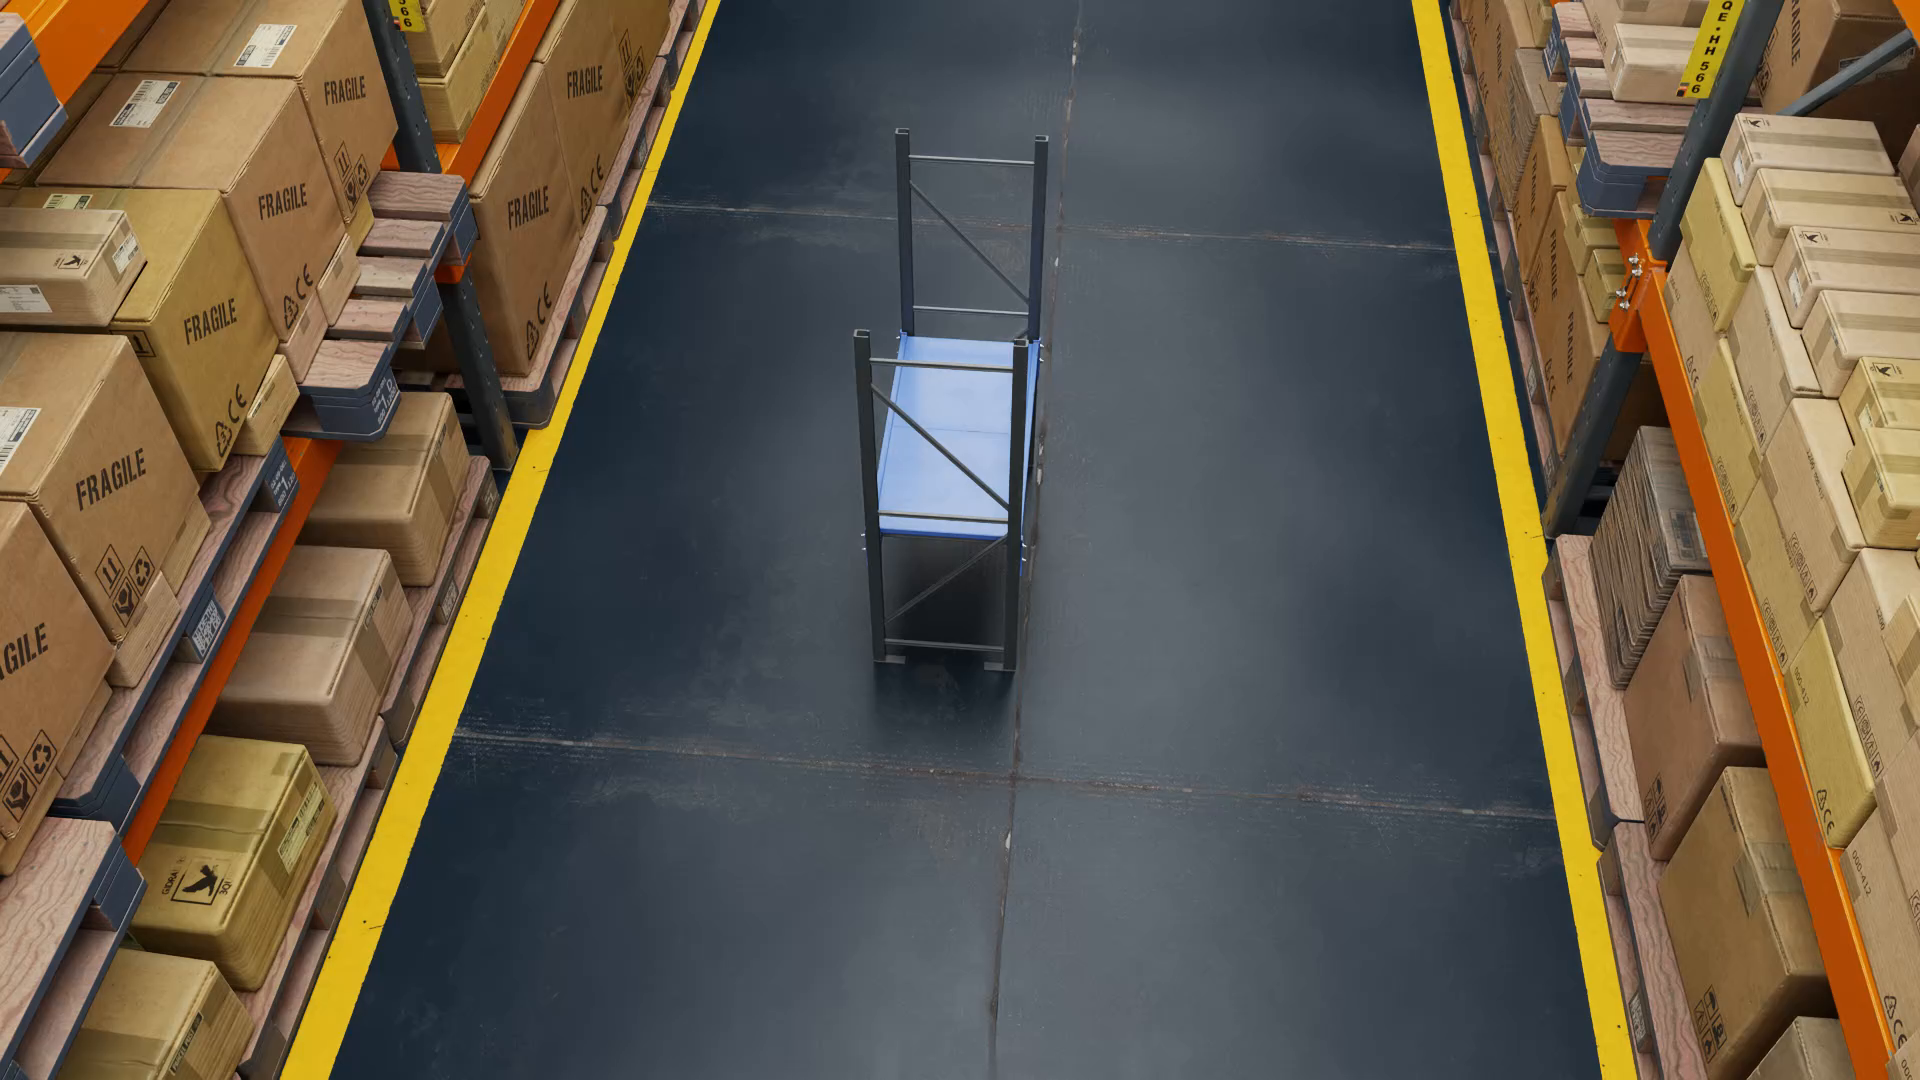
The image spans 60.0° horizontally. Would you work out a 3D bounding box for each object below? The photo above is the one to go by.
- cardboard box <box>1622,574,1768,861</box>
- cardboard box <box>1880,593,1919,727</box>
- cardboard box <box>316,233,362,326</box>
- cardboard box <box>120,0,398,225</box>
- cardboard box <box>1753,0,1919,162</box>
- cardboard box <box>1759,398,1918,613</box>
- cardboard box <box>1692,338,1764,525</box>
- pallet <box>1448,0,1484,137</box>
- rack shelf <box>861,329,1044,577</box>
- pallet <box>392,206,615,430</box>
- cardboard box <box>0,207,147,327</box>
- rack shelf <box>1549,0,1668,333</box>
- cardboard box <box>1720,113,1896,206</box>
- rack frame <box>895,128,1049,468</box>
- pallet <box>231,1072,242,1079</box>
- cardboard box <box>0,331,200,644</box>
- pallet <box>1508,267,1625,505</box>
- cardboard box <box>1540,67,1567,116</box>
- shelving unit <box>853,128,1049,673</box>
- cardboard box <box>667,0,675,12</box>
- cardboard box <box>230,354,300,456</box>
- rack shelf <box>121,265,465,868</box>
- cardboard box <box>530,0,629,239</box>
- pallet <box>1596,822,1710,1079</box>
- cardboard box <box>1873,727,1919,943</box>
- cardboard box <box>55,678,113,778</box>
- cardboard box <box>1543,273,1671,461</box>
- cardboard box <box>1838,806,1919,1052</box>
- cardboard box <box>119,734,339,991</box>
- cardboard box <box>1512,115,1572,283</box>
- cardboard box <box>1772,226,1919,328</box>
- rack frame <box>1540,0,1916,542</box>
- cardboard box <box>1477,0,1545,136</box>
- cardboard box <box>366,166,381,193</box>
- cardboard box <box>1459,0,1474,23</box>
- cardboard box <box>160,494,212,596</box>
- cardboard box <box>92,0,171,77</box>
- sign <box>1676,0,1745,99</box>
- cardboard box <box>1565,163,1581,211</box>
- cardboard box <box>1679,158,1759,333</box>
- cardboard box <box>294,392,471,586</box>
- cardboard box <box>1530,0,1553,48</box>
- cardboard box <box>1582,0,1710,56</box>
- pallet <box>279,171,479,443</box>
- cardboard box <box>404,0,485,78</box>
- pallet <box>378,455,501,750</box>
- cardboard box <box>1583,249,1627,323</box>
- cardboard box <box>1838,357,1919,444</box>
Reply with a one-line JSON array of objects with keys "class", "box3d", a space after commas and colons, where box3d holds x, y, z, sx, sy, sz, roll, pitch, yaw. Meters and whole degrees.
[{"class": "cardboard box", "box3d": [2.578, 0.577, 5.014, 0.875, 0.625, 0.625, 5, 48, 5]}, {"class": "cardboard box", "box3d": [2.180, 0.259, 3.473, 0.380, 0.149, 0.250, 3, 48, 2]}, {"class": "cardboard box", "box3d": [-1.969, -0.762, 4.800, 0.380, 0.149, 0.250, 4, 48, 3]}, {"class": "cardboard box", "box3d": [-2.007, -1.275, 4.829, 0.500, 0.500, 0.500, 3, 48, 2]}, {"class": "cardboard box", "box3d": [2.903, -1.564, 5.295, 0.500, 0.500, 0.500, 6, 48, 5]}, {"class": "cardboard box", "box3d": [2.304, -0.078, 4.051, 0.500, 0.250, 0.500, 3, 48, 3]}, {"class": "cardboard box", "box3d": [2.366, -0.291, 4.585, 0.500, 0.250, 0.500, 3, 48, 3]}, {"class": "pallet", "box3d": [3.029, -2.418, 8.319, 1.003, 0.211, 1.213, 4, 48, 4]}, {"class": "rack shelf", "box3d": [-0.008, -0.322, 5.772, 0.538, 0.185, 1.000, 4, 48, 4]}, {"class": "pallet", "box3d": [-2.096, -0.985, 7.008, 1.003, 0.211, 1.213, 4, 48, 4]}, {"class": "cardboard box", "box3d": [-2.111, -0.625, 3.796, 0.380, 0.149, 0.250, 2, 48, 2]}, {"class": "rack shelf", "box3d": [2.883, -2.247, 6.760, 1.077, 0.370, 4.000, 4, 48, 4]}, {"class": "cardboard box", "box3d": [2.378, -1.059, 4.678, 0.380, 0.149, 0.250, 5, 48, 5]}, {"class": "rack frame", "box3d": [0.039, -0.817, 5.981, 0.500, 1.500, 0.032, 4, 48, 4]}, {"class": "pallet", "box3d": [-2.538, 1.957, 4.317, 1.003, 0.211, 1.213, 4, 48, 4]}, {"class": "cardboard box", "box3d": [-2.139, -0.122, 3.775, 0.500, 0.500, 0.500, 2, 48, 2]}, {"class": "pallet", "box3d": [2.806, -0.625, 6.679, 1.003, 0.211, 1.213, 4, 48, 4]}, {"class": "cardboard box", "box3d": [2.642, -1.890, 6.916, 0.380, 0.149, 0.250, 2, 48, 2]}, {"class": "shelving unit", "box3d": [-0.008, -0.443, 5.639, 0.538, 1.500, 1.048, 4, 48, 4]}, {"class": "cardboard box", "box3d": [-1.855, -3.255, 8.349, 0.875, 0.875, 0.875, 5, 48, 5]}, {"class": "cardboard box", "box3d": [-2.011, -0.374, 4.445, 0.380, 0.149, 0.250, 5, 48, 4]}, {"class": "rack shelf", "box3d": [-2.425, 0.361, 4.375, 1.077, 0.370, 4.000, 4, 48, 4]}, {"class": "cardboard box", "box3d": [-2.012, -1.933, 7.141, 0.875, 0.875, 0.875, 4, 48, 4]}, {"class": "pallet", "box3d": [2.473, 1.417, 4.811, 1.003, 0.211, 1.213, 4, 48, 4]}, {"class": "cardboard box", "box3d": [2.218, 0.669, 3.368, 0.500, 0.250, 0.500, 5, 48, 4]}, {"class": "cardboard box", "box3d": [-2.172, 0.382, 3.754, 0.380, 0.149, 0.250, 4, 48, 4]}, {"class": "cardboard box", "box3d": [2.525, -0.644, 6.215, 0.500, 0.500, 0.500, 5, 48, 5]}, {"class": "cardboard box", "box3d": [2.237, 0.849, 3.542, 0.500, 0.250, 0.500, 4, 48, 4]}, {"class": "cardboard box", "box3d": [-2.438, 0.908, 4.883, 0.950, 0.372, 0.625, 5, 48, 5]}, {"class": "cardboard box", "box3d": [2.626, -1.396, 6.903, 0.500, 0.500, 0.500, 6, 48, 5]}, {"class": "cardboard box", "box3d": [2.357, -0.672, 4.324, 0.380, 0.149, 0.250, 5, 48, 5]}, {"class": "rack frame", "box3d": [2.701, -1.021, 5.151, 1.000, 3.000, 0.127, 4, 48, 4]}, {"class": "cardboard box", "box3d": [2.708, -2.159, 7.601, 0.500, 0.500, 0.500, 3, 48, 2]}, {"class": "cardboard box", "box3d": [-2.038, -1.152, 5.156, 0.380, 0.149, 0.250, 5, 48, 5]}, {"class": "cardboard box", "box3d": [2.797, -2.918, 8.295, 0.500, 0.500, 0.500, 6, 48, 5]}, {"class": "cardboard box", "box3d": [-2.101, -0.008, 4.110, 0.380, 0.149, 0.250, 2, 48, 2]}, {"class": "cardboard box", "box3d": [-2.514, -1.312, 4.864, 0.500, 0.500, 0.500, 3, 48, 2]}, {"class": "sign", "box3d": [2.159, -1.414, 4.780, 0.100, 0.325, 0.005, 4, 48, 4]}, {"class": "cardboard box", "box3d": [2.555, -1.311, 6.386, 0.380, 0.149, 0.250, 2, 48, 2]}, {"class": "cardboard box", "box3d": [2.392, -0.831, 4.740, 0.500, 0.250, 0.500, 4, 48, 3]}, {"class": "cardboard box", "box3d": [-2.304, -0.192, 5.889, 0.950, 0.372, 0.625, 1, 48, 1]}, {"class": "cardboard box", "box3d": [2.711, -2.267, 7.261, 0.380, 0.149, 0.250, 5, 48, 5]}, {"class": "cardboard box", "box3d": [2.474, -1.909, 5.780, 0.500, 0.250, 0.500, 2, 48, 2]}, {"class": "pallet", "box3d": [-2.202, -0.756, 5.039, 1.213, 0.211, 1.003, 4, 48, 4]}, {"class": "cardboard box", "box3d": [-1.951, -1.825, 5.650, 0.500, 0.250, 0.500, 4, 48, 3]}, {"class": "pallet", "box3d": [-2.316, 0.164, 5.957, 1.003, 0.211, 1.213, 4, 48, 4]}, {"class": "cardboard box", "box3d": [2.493, -0.917, 6.026, 0.380, 0.149, 0.250, 2, 48, 2]}, {"class": "cardboard box", "box3d": [2.353, -0.292, 3.977, 0.380, 0.149, 0.250, 4, 48, 4]}]
